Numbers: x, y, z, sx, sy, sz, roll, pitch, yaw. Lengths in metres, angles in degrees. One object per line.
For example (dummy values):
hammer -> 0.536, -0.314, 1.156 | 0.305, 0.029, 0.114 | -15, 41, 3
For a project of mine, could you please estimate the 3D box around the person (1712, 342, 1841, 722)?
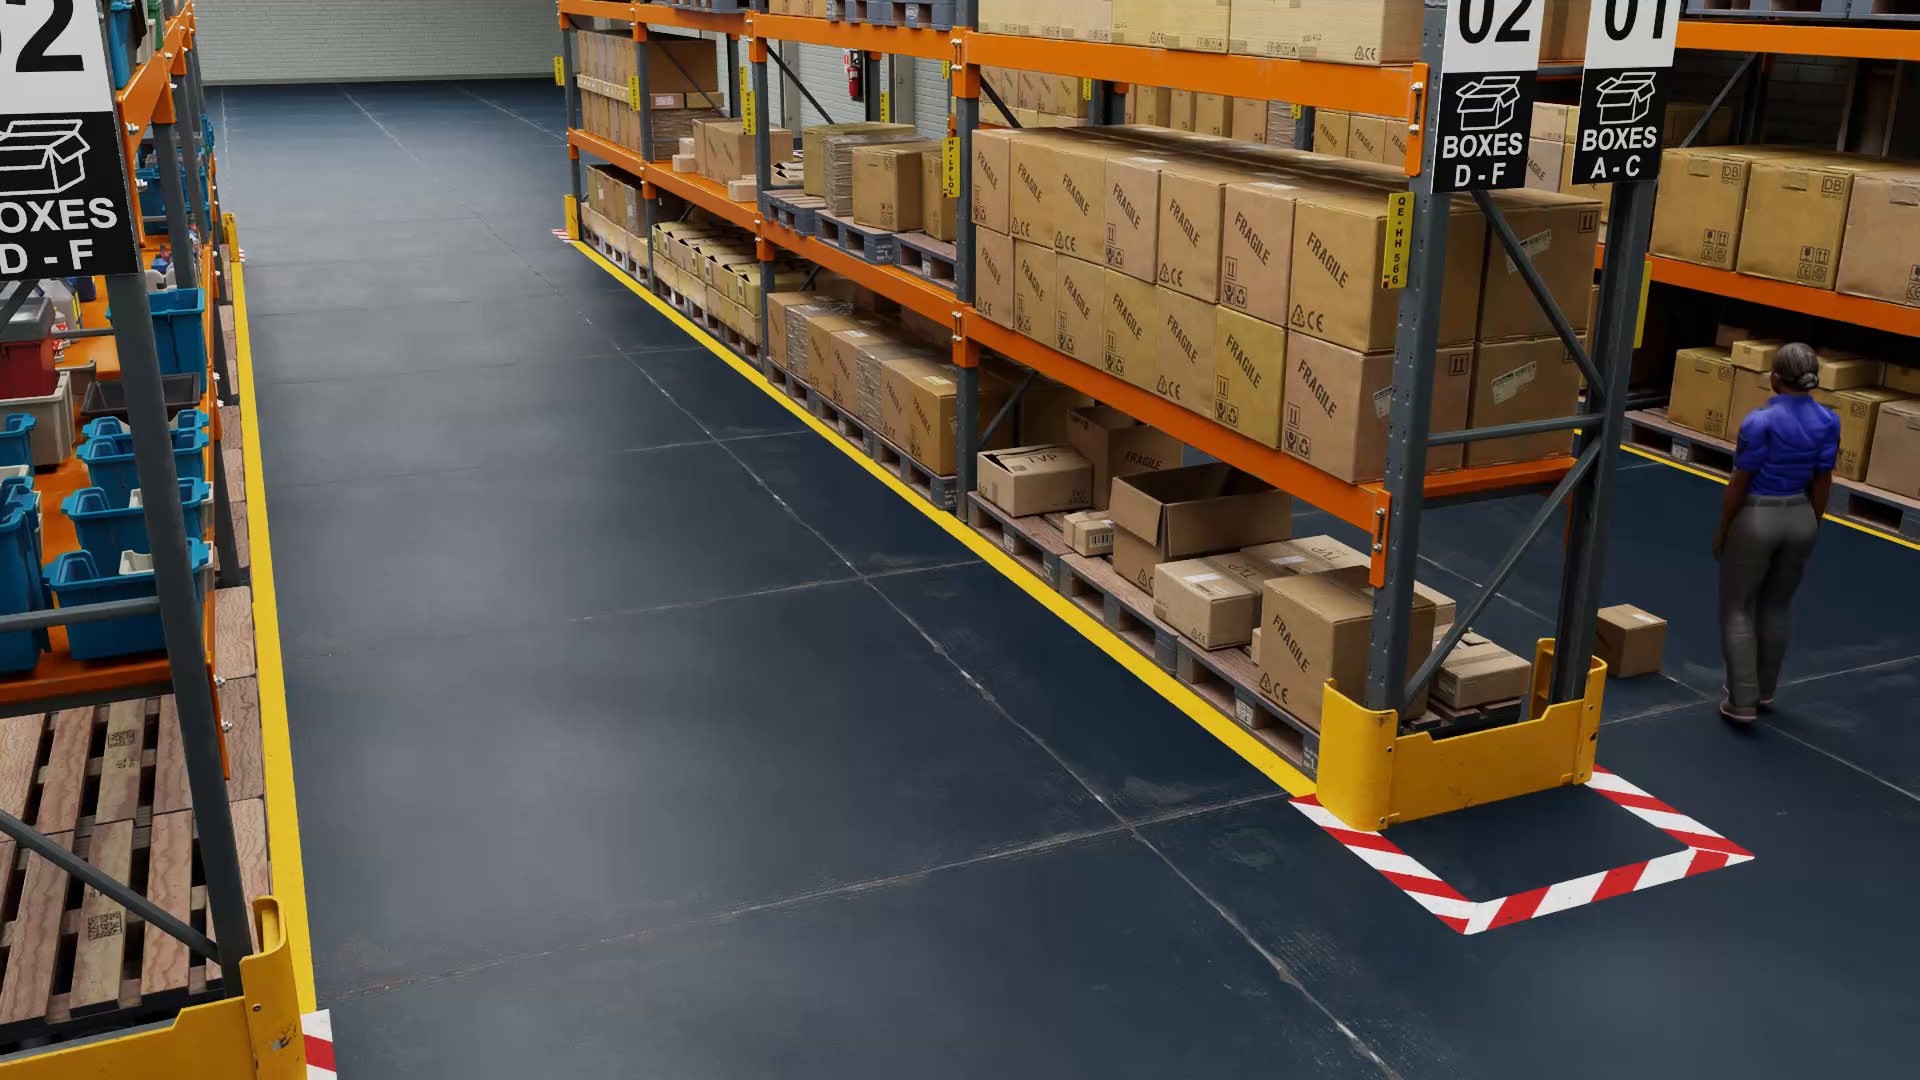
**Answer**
person -> 3.471, -0.028, 7.139 | 0.454, 1.673, 0.528 | -2, 19, -6
